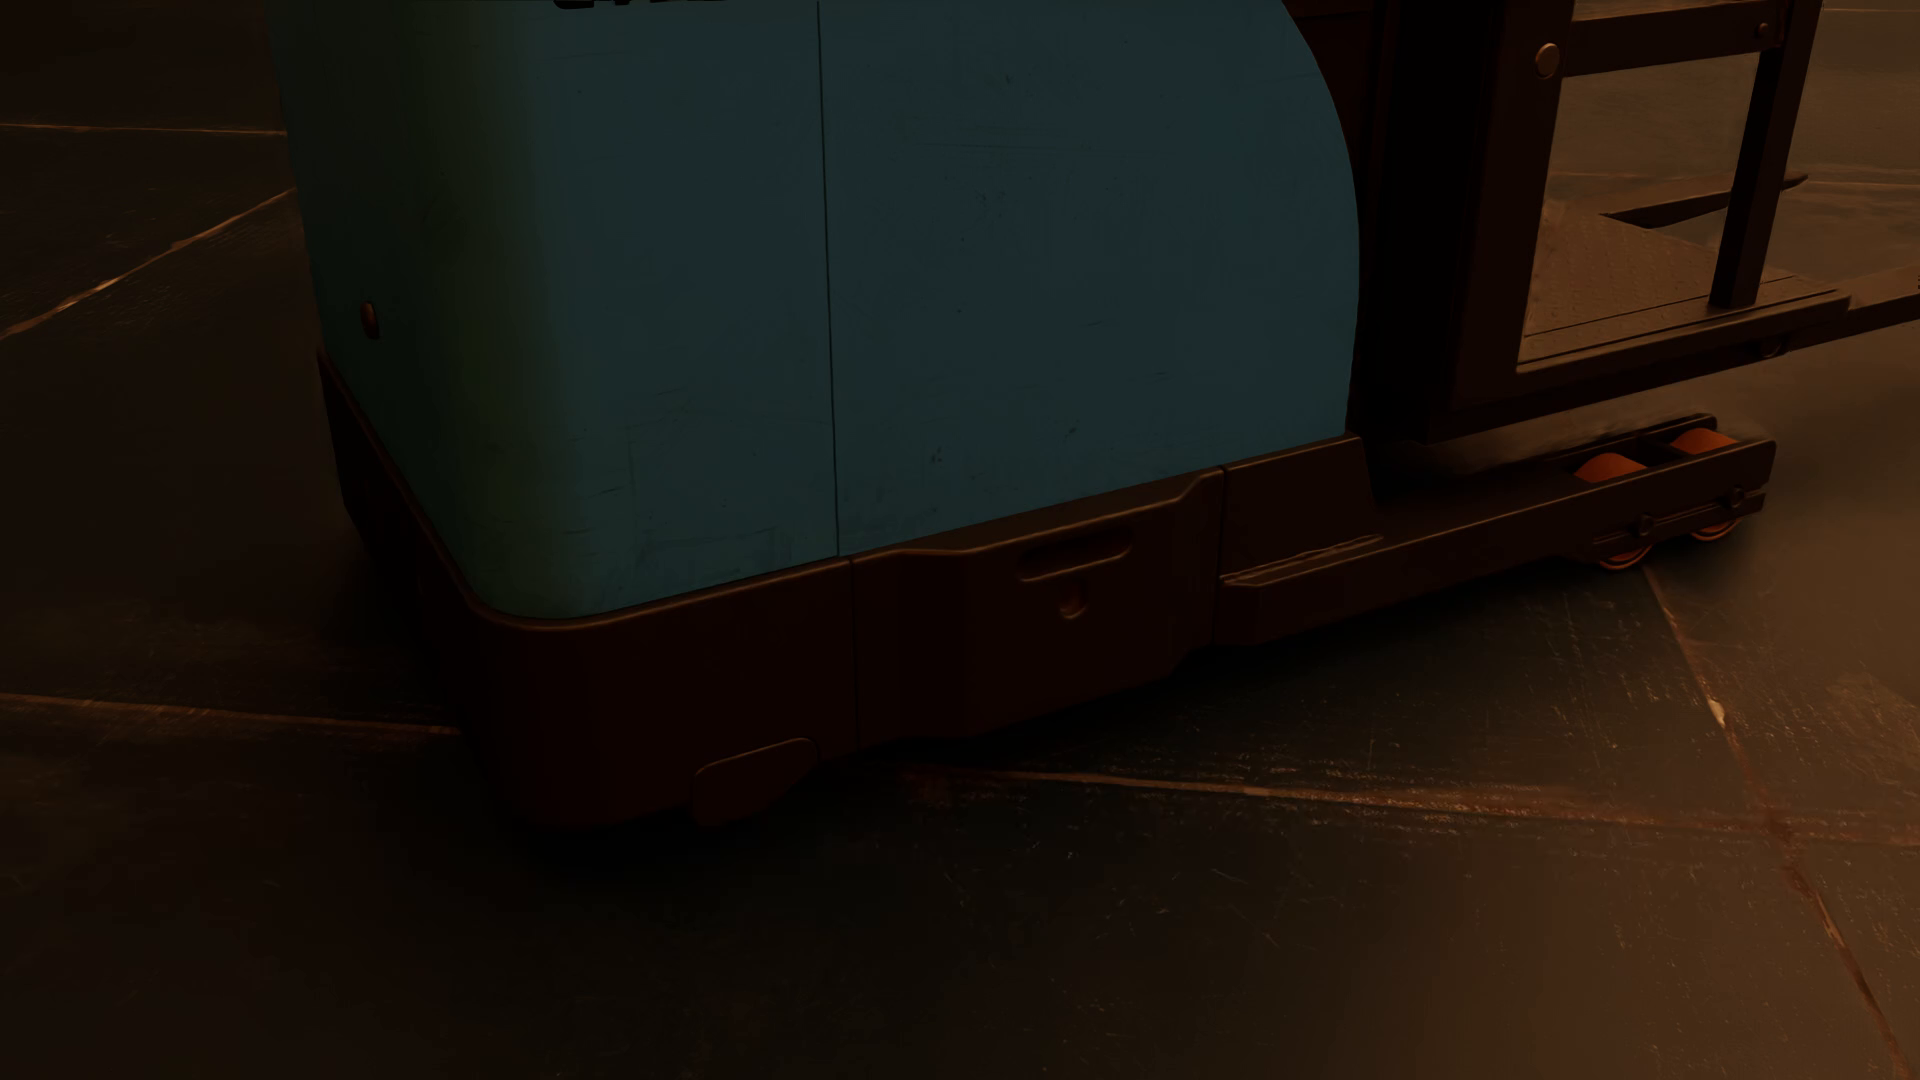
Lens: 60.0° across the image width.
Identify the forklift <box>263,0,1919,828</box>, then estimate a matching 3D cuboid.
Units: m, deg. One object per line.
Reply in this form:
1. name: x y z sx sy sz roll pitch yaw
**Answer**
1. forklift: 0.627 -1.460 2.143 3.031 2.935 1.130 -14 30 -26
